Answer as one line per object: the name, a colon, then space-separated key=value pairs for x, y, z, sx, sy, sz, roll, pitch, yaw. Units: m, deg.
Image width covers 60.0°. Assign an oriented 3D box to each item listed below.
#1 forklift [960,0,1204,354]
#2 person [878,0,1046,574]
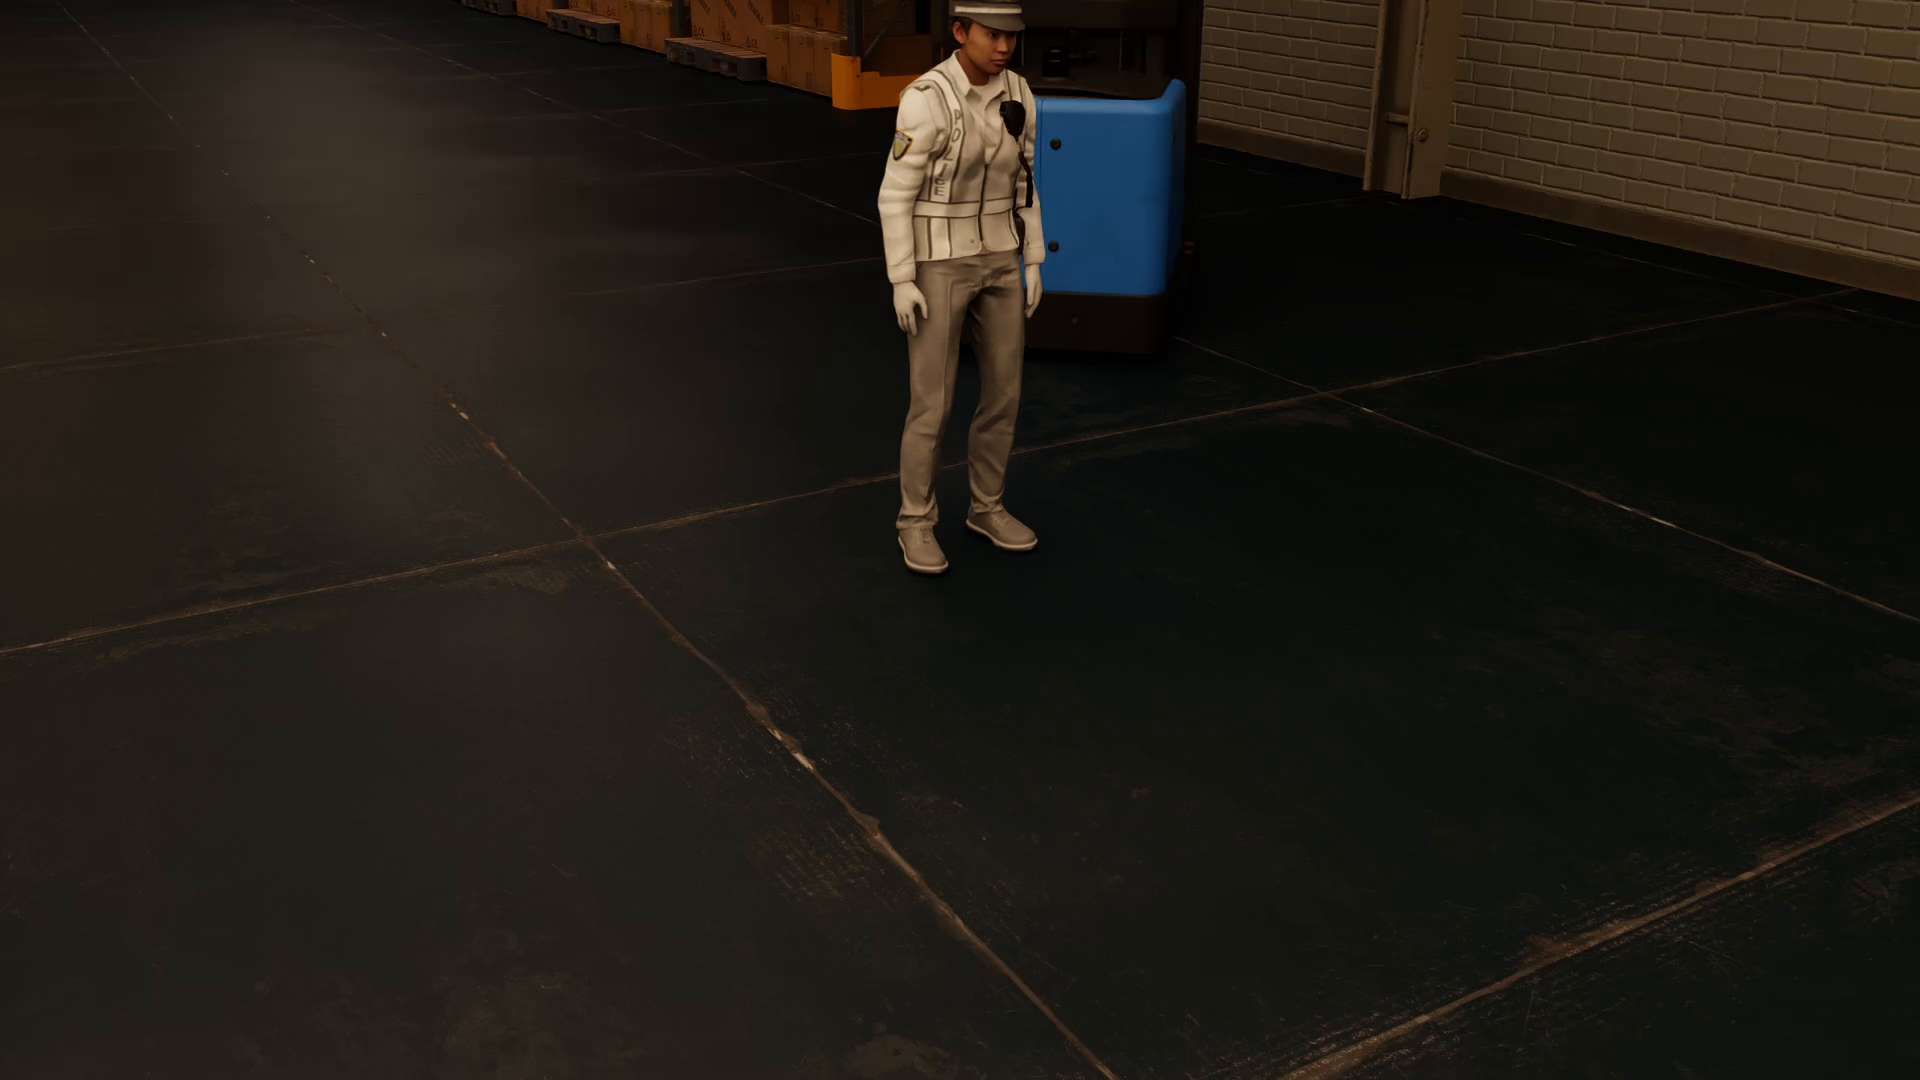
forklift: x=0.604 y=-2.644 z=7.718 sx=1.130 sy=2.935 sz=3.031 roll=4 pitch=23 yaw=10
person: x=0.024 y=-0.760 z=4.801 sx=0.529 sy=1.663 sz=0.372 roll=-13 pitch=26 yaw=-29
